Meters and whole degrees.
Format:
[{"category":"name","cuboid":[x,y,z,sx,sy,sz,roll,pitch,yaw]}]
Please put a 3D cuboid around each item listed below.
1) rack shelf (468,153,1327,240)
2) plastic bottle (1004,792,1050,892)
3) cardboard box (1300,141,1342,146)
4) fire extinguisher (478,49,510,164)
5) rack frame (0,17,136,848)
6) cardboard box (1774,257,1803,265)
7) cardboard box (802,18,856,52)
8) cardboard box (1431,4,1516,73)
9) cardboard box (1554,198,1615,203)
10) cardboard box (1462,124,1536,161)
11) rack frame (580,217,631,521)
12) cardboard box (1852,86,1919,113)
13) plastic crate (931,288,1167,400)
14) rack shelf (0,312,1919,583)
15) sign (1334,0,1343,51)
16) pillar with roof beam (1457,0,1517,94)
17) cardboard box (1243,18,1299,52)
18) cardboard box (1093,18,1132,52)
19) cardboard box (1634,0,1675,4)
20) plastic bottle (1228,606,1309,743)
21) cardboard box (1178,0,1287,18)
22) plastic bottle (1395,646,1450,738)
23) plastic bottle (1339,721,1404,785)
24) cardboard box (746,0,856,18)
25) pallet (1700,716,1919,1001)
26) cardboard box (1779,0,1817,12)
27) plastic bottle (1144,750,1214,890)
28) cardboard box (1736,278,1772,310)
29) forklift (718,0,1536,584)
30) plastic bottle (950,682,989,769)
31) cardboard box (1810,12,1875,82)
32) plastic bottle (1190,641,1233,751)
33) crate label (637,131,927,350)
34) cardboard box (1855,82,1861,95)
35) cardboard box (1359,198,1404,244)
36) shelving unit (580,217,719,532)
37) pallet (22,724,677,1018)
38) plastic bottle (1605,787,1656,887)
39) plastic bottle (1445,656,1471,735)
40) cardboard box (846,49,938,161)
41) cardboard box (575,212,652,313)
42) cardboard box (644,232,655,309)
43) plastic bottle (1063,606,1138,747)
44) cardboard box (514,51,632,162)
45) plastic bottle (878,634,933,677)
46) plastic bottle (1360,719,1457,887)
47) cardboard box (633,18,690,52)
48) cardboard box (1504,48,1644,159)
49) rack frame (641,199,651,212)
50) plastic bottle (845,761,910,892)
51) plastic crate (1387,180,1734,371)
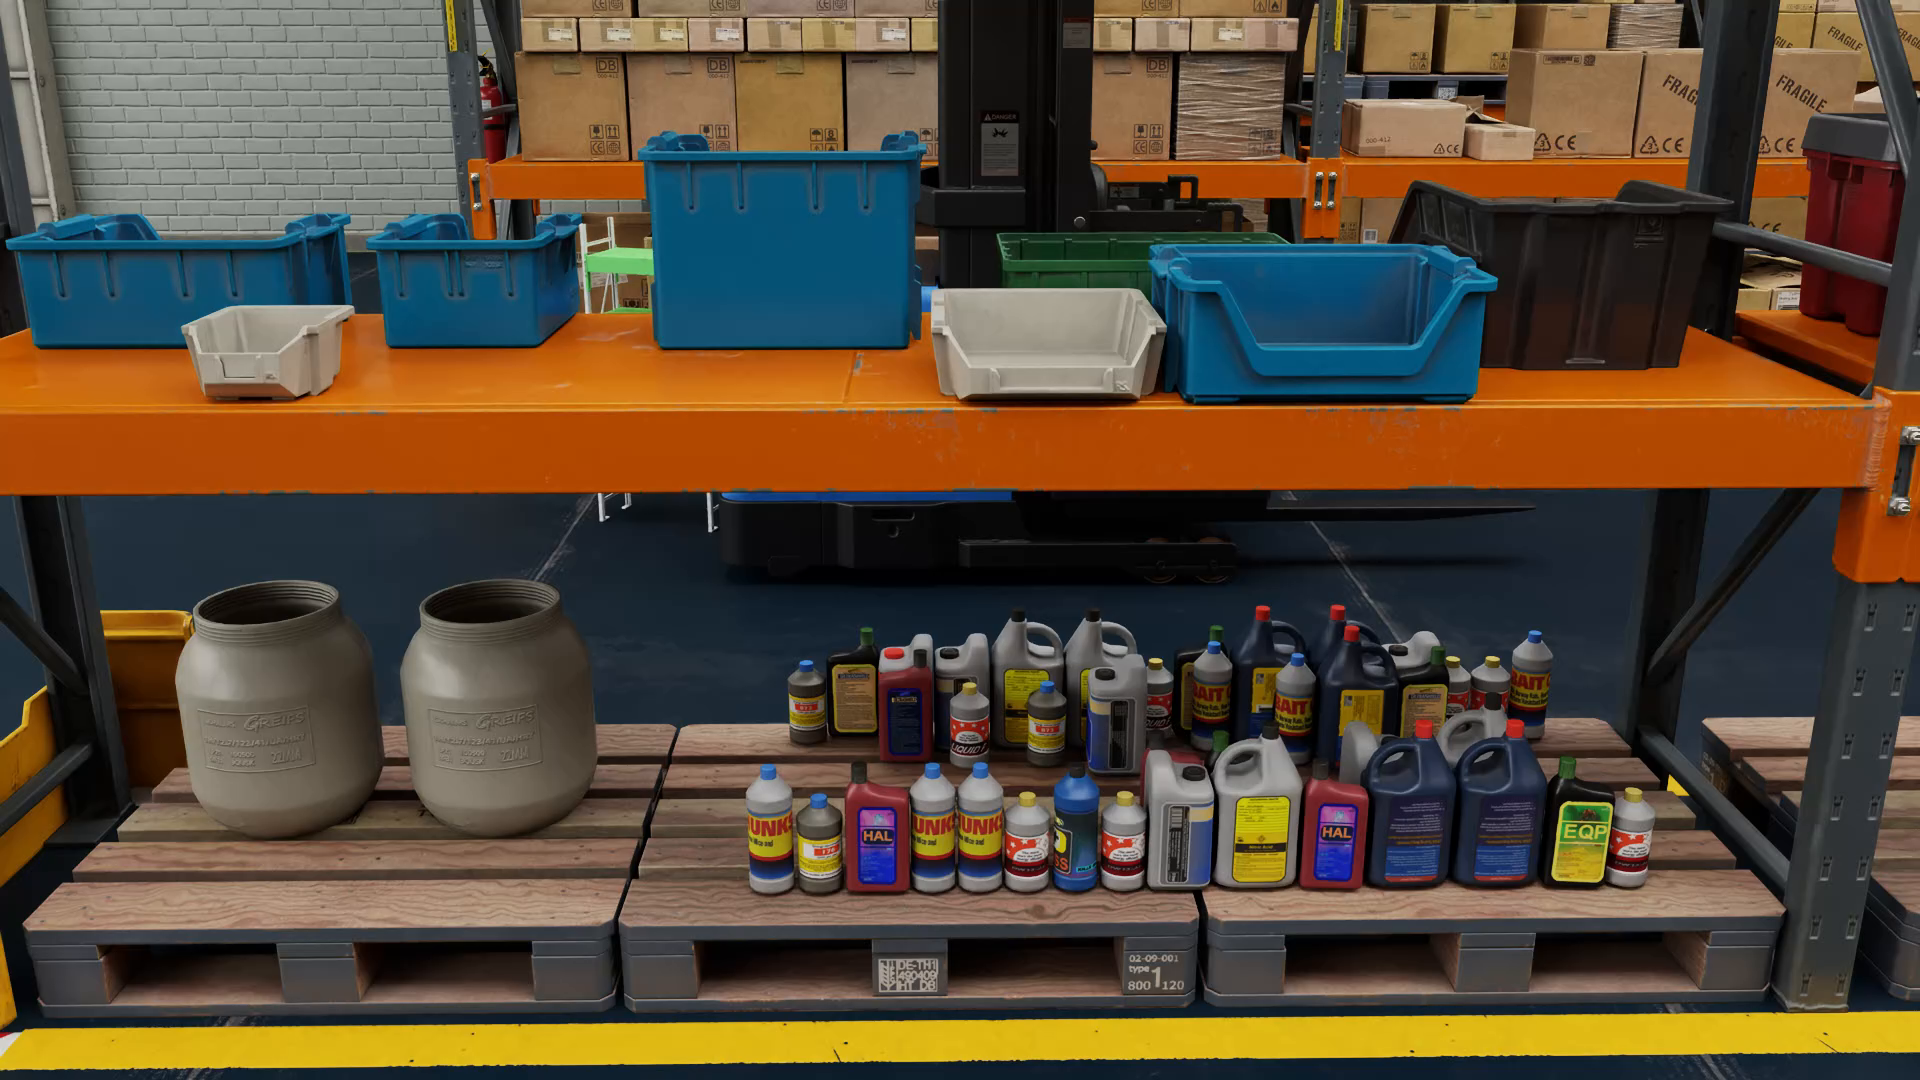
[{"category":"rack shelf","cuboid":[-0.292,-1.754,8.283,4.000,0.370,1.077,0,18,-1]},{"category":"plastic bottle","cuboid":[0.142,0.633,3.526,0.097,0.201,0.097,0,18,0]},{"category":"cardboard box","cuboid":[2.801,-3.007,13.156,0.500,0.250,0.500,-1,18,-2]},{"category":"fire extinguisher","cuboid":[-2.418,-2.192,8.596,0.183,0.674,0.296,0,18,-1]},{"category":"rack frame","cuboid":[-2.218,-0.574,3.427,0.127,3.000,1.000,0,18,-1]},{"category":"cardboard box","cuboid":[4.653,-1.366,8.789,0.500,0.311,0.500,-1,18,-2]},{"category":"cardboard box","cuboid":[-0.609,-2.387,7.851,0.250,0.149,0.380,-1,18,-2]},{"category":"cardboard box","cuboid":[3.910,-3.878,12.841,0.500,0.500,0.700,0,18,-1]},{"category":"cardboard box","cuboid":[4.906,-2.638,13.234,0.500,0.500,0.700,0,18,0]},{"category":"cardboard box","cuboid":[2.597,-1.929,8.060,0.250,0.149,0.380,0,18,-1]},{"category":"rack frame","cuboid":[-1.427,-0.683,6.711,0.015,1.200,0.240,6,19,17]},{"category":"cardboard box","cuboid":[4.810,-2.138,8.448,0.500,0.311,0.500,0,18,-2]},{"category":"plastic crate","cuboid":[0.162,-0.383,3.262,0.437,0.136,0.530,0,18,-1]},{"category":"rack shelf","cuboid":[-0.218,-0.241,3.567,4.000,0.370,1.077,0,18,-1]},{"category":"sign","cuboid":[1.718,-2.387,7.531,0.005,0.325,0.100,0,18,-1]},{"category":"pillar with roof beam","cuboid":[4.379,-5.438,8.769,0.400,9.000,9.100,0,18,-1]},{"category":"cardboard box","cuboid":[1.439,-2.396,7.881,0.250,0.149,0.380,0,18,-1]},{"category":"cardboard box","cuboid":[0.667,-2.392,7.868,0.250,0.149,0.380,0,18,-1]},{"category":"cardboard box","cuboid":[5.280,-4.194,12.764,0.250,0.149,0.380,-3,18,-8]},{"category":"plastic bottle","cuboid":[0.779,0.336,4.205,0.185,0.351,0.144,-1,18,-3]},{"category":"cardboard box","cuboid":[1.264,-2.768,7.977,0.500,0.500,0.700,0,18,-1]},{"category":"plastic bottle","cuboid":[1.136,0.400,4.115,0.133,0.283,0.061,0,18,-1]},{"category":"plastic bottle","cuboid":[0.923,0.541,3.690,0.135,0.276,0.152,0,18,-1]},{"category":"cardboard box","cuboid":[-0.742,-2.758,7.947,0.500,0.500,0.700,0,18,-1]},{"category":"pallet","cuboid":[2.566,0.719,3.962,1.213,0.211,1.003,0,18,-1]},{"category":"cardboard box","cuboid":[6.112,-4.118,12.563,0.500,0.250,0.500,0,18,0]},{"category":"plastic bottle","cuboid":[0.465,0.587,3.546,0.135,0.276,0.152,0,18,0]},{"category":"cardboard box","cuboid":[3.662,-1.198,8.267,0.500,0.311,0.500,0,18,1]},{"category":"forklift","cuboid":[0.630,-1.399,6.110,3.031,2.935,1.130,0,18,-1]},{"category":"plastic bottle","cuboid":[0.024,0.450,4.094,0.097,0.201,0.097,0,18,0]},{"category":"cardboard box","cuboid":[6.638,-3.761,12.679,0.500,0.500,0.500,0,18,1]},{"category":"plastic bottle","cuboid":[0.633,0.386,4.179,0.097,0.271,0.097,0,18,0]},{"category":"crate label","cuboid":[-0.382,-0.683,3.707,0.616,0.435,0.502,0,18,-1]},{"category":"cardboard box","cuboid":[6.726,-3.472,12.840,0.250,0.149,0.380,0,18,-1]},{"category":"cardboard box","cuboid":[3.388,-2.655,13.286,0.500,0.500,0.700,0,18,0]},{"category":"shelving unit","cuboid":[-1.194,-0.660,6.641,0.503,1.200,0.258,6,19,17]},{"category":"pallet","cuboid":[-1.330,0.736,3.906,1.213,0.211,1.003,0,18,-1]},{"category":"plastic bottle","cuboid":[1.424,0.626,3.545,0.097,0.201,0.097,0,18,0]},{"category":"plastic bottle","cuboid":[1.253,0.398,4.257,0.097,0.201,0.097,0,18,0]},{"category":"cardboard box","cuboid":[-0.277,-2.141,8.149,0.500,0.500,0.700,0,18,1]},{"category":"cardboard box","cuboid":[-1.761,-1.428,8.676,0.500,0.500,0.500,0,18,-1]},{"category":"cardboard box","cuboid":[-1.253,-1.273,8.190,0.500,0.500,0.500,0,18,-1]},{"category":"plastic bottle","cuboid":[0.354,0.338,4.198,0.185,0.351,0.144,0,18,-1]},{"category":"cardboard box","cuboid":[-1.825,-2.133,8.123,0.500,0.500,0.700,0,18,-1]},{"category":"plastic bottle","cuboid":[-0.136,0.378,4.199,0.135,0.276,0.152,0,18,0]},{"category":"plastic bottle","cuboid":[0.951,0.550,3.538,0.185,0.351,0.144,-1,18,-4]},{"category":"cardboard box","cuboid":[-1.383,-2.383,7.839,0.250,0.149,0.380,0,18,-1]},{"category":"cardboard box","cuboid":[3.002,-2.155,8.192,0.500,0.500,0.500,1,18,3]},{"category":"rack frame","cuboid":[-2.374,-3.600,12.860,0.127,3.000,1.000,0,18,-1]},{"category":"plastic bottle","cuboid":[-0.173,0.601,3.491,0.133,0.283,0.061,0,18,0]},{"category":"plastic crate","cuboid":[1.256,-0.600,3.610,0.504,0.338,0.767,0,18,-1]}]
